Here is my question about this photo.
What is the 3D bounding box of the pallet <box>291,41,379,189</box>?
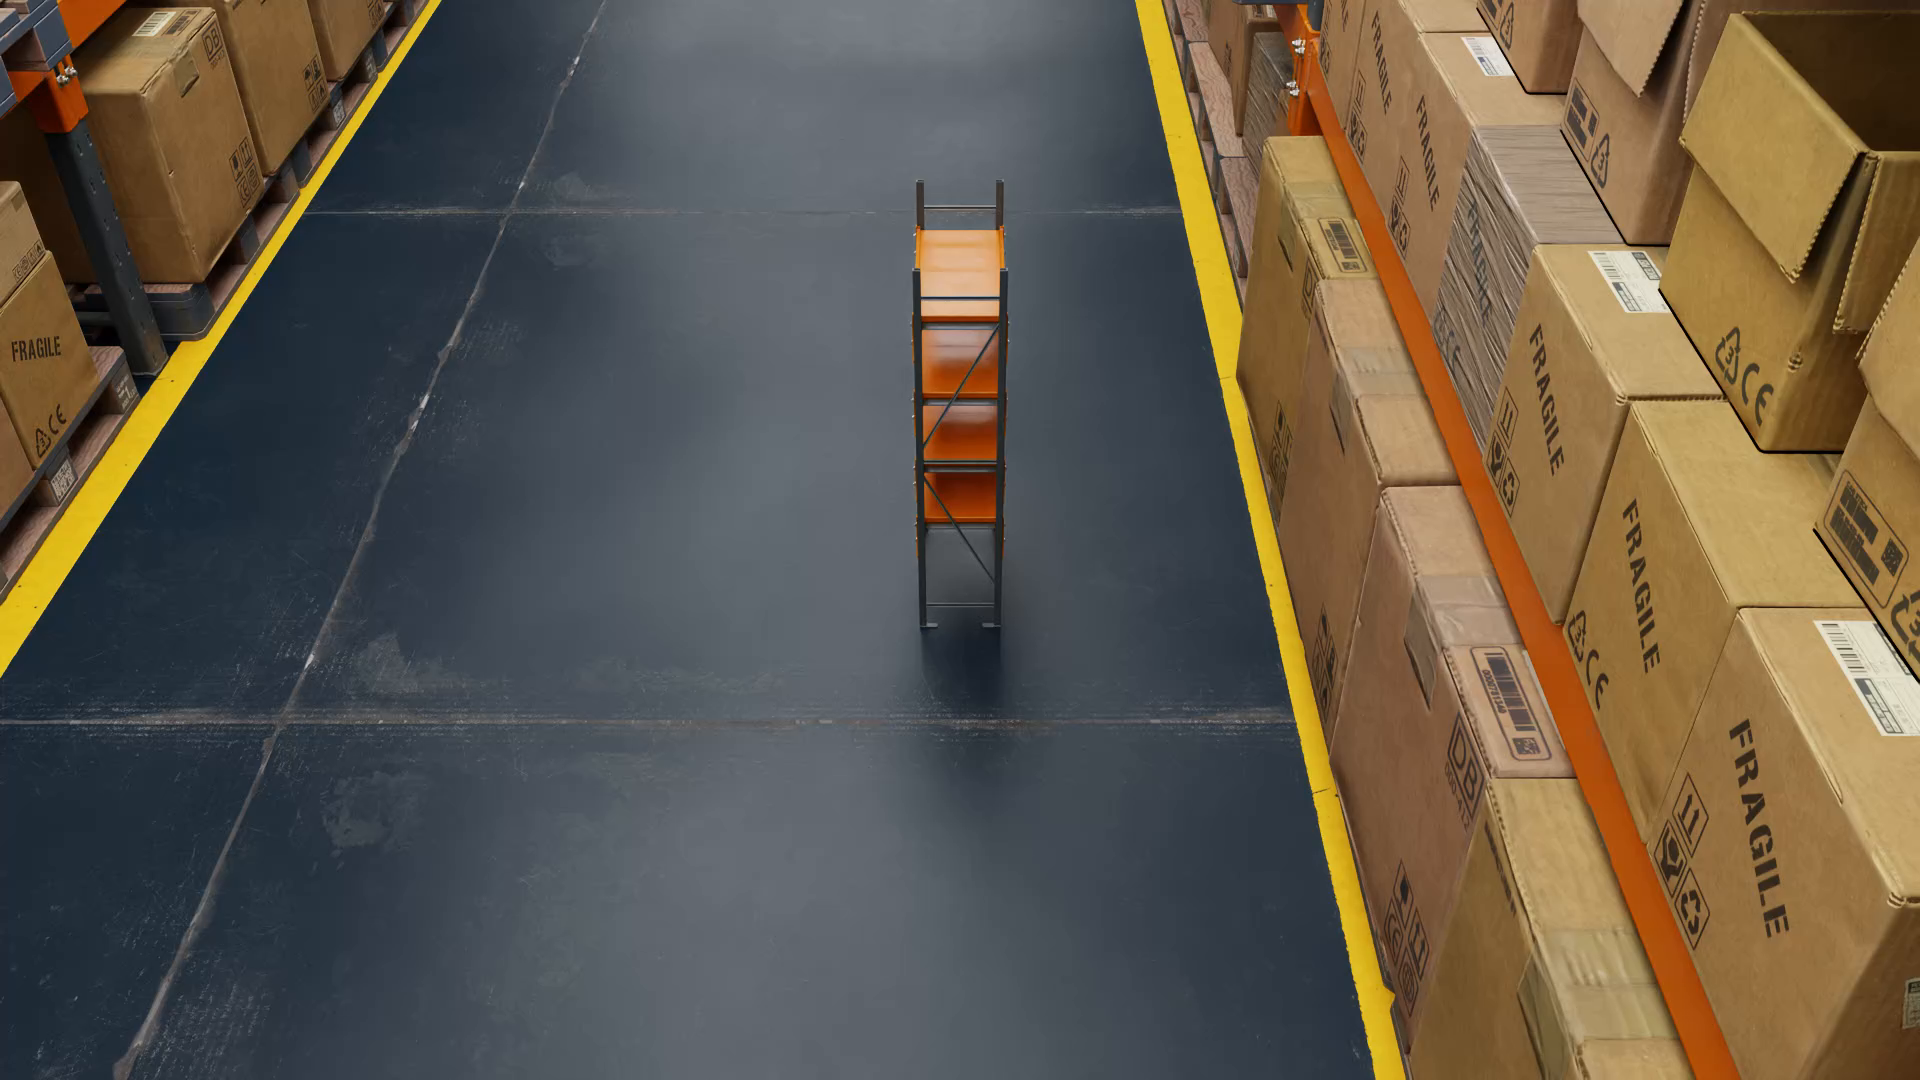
[{"bbox_3d":[-3.308,-1.956,7.522,1.003,0.211,1.213,0,39,0],"label":"pallet"}]

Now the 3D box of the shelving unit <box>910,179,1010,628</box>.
[{"bbox_3d":[0.000,-0.365,4.746,0.258,1.200,0.503,0,39,0],"label":"shelving unit"}]

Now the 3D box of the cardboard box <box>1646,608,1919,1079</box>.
[{"bbox_3d":[1.307,0.440,2.222,0.500,0.500,0.500,0,39,0],"label":"cardboard box"}]

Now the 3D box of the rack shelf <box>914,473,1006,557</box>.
[{"bbox_3d":[0.000,-0.157,4.912,0.258,0.148,0.480,0,39,0],"label":"rack shelf"}]

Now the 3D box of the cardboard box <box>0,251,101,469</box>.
[{"bbox_3d":[-3.122,-0.567,5.222,0.500,0.500,0.500,0,39,0],"label":"cardboard box"}]

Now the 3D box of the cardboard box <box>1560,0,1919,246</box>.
[{"bbox_3d":[1.566,-0.877,3.063,0.797,0.503,0.637,1,39,1],"label":"cardboard box"}]

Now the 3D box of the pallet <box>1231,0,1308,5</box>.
[{"bbox_3d":[1.468,-2.101,5.626,1.213,0.211,1.003,0,39,0],"label":"pallet"}]

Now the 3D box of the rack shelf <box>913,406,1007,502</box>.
[{"bbox_3d":[0.000,-0.312,4.788,0.258,0.148,0.480,0,39,0],"label":"rack shelf"}]

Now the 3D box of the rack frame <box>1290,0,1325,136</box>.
[{"bbox_3d":[1.576,-1.730,5.010,1.000,3.000,0.127,0,39,0],"label":"rack frame"}]

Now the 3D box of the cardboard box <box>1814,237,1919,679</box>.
[{"bbox_3d":[1.571,-0.059,2.042,0.797,0.503,0.637,-1,39,-1],"label":"cardboard box"}]

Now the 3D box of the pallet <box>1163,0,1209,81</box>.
[{"bbox_3d":[1.574,-2.657,8.396,1.003,0.211,1.213,0,39,0],"label":"pallet"}]

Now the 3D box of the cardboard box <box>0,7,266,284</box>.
[{"bbox_3d":[-3.295,-1.457,6.132,1.050,0.750,0.750,-1,39,-1],"label":"cardboard box"}]

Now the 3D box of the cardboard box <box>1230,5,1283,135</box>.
[{"bbox_3d":[1.534,-2.047,7.053,0.700,0.500,0.500,3,39,4],"label":"cardboard box"}]

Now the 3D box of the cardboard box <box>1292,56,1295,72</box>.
[{"bbox_3d":[1.534,-1.970,6.357,0.500,0.250,0.500,4,39,5],"label":"cardboard box"}]

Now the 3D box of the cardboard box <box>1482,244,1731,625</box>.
[{"bbox_3d":[1.306,-0.196,3.016,0.500,0.500,0.500,0,39,-1],"label":"cardboard box"}]

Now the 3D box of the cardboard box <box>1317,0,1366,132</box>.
[{"bbox_3d":[1.304,-1.465,4.600,0.500,0.500,0.500,1,39,1],"label":"cardboard box"}]

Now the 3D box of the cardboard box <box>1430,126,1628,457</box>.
[{"bbox_3d":[1.310,-0.510,3.407,0.500,0.500,0.500,0,39,0],"label":"cardboard box"}]

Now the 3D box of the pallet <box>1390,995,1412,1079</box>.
[{"bbox_3d":[1.504,1.377,3.363,1.003,0.211,1.213,0,39,0],"label":"pallet"}]

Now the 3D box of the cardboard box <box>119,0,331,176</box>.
[{"bbox_3d":[-3.299,-2.003,6.814,1.050,0.750,0.750,1,39,1],"label":"cardboard box"}]

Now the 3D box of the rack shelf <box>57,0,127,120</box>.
[{"bbox_3d":[-3.387,-2.760,6.870,1.077,0.370,4.000,0,39,0],"label":"rack shelf"}]

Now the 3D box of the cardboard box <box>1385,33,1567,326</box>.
[{"bbox_3d":[1.311,-0.822,3.797,0.500,0.500,0.500,-1,39,-1],"label":"cardboard box"}]

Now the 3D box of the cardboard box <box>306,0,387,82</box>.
[{"bbox_3d":[-3.301,-2.586,7.541,1.050,0.750,0.750,0,39,0],"label":"cardboard box"}]

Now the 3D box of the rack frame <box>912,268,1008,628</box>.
[{"bbox_3d":[0.000,-0.212,4.555,0.240,1.200,0.015,0,39,0],"label":"rack frame"}]

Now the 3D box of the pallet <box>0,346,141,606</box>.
[{"bbox_3d":[-3.385,-0.213,5.347,1.003,0.211,1.213,0,39,0],"label":"pallet"}]

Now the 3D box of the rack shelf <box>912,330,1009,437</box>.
[{"bbox_3d":[0.000,-0.487,4.648,0.258,0.148,0.480,0,39,0],"label":"rack shelf"}]

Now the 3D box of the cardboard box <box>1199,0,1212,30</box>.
[{"bbox_3d":[1.532,-2.746,7.924,0.700,0.500,0.500,0,39,0],"label":"cardboard box"}]

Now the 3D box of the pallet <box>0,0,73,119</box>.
[{"bbox_3d":[-3.277,-1.269,4.589,1.213,0.211,1.003,0,39,0],"label":"pallet"}]

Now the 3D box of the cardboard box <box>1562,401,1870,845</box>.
[{"bbox_3d":[1.313,0.130,2.609,0.500,0.500,0.500,1,39,1],"label":"cardboard box"}]

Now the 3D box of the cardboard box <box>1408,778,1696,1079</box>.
[{"bbox_3d":[1.560,1.036,2.922,1.225,0.875,0.875,0,39,0],"label":"cardboard box"}]

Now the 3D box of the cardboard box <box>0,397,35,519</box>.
[{"bbox_3d":[-3.125,-0.242,4.817,0.500,0.500,0.500,1,39,2],"label":"cardboard box"}]

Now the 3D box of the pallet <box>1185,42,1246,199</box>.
[{"bbox_3d":[1.578,-1.892,7.442,1.003,0.211,1.213,0,39,0],"label":"pallet"}]

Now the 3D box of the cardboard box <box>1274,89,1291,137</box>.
[{"bbox_3d":[1.555,-1.345,6.177,0.700,0.500,0.500,-2,39,-2],"label":"cardboard box"}]

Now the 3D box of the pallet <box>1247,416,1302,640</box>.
[{"bbox_3d":[1.501,-0.149,5.267,1.003,0.211,1.213,0,39,0],"label":"pallet"}]

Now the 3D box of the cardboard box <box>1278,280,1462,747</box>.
[{"bbox_3d":[1.549,-0.076,4.309,1.225,0.875,0.875,0,39,0],"label":"cardboard box"}]

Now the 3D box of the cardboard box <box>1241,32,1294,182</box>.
[{"bbox_3d":[1.542,-1.692,6.610,0.700,0.500,0.500,-3,39,-4],"label":"cardboard box"}]

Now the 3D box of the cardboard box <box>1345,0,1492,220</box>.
[{"bbox_3d":[1.307,-1.143,4.197,0.500,0.500,0.500,-1,39,-1],"label":"cardboard box"}]

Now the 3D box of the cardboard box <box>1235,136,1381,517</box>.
[{"bbox_3d":[1.556,-0.633,5.005,1.225,0.875,0.875,-2,39,-2],"label":"cardboard box"}]

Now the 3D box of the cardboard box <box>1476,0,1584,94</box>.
[{"bbox_3d":[1.558,-1.296,3.586,0.797,0.503,0.637,1,39,1],"label":"cardboard box"}]

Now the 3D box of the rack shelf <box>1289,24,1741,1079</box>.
[{"bbox_3d":[1.578,-0.199,3.675,1.077,0.370,4.000,0,39,0],"label":"rack shelf"}]

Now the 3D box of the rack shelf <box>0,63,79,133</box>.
[{"bbox_3d":[-3.382,-0.258,3.749,1.077,0.370,4.000,0,39,0],"label":"rack shelf"}]

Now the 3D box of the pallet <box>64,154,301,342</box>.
[{"bbox_3d":[-3.310,-1.195,6.572,1.003,0.211,1.213,0,39,0],"label":"pallet"}]

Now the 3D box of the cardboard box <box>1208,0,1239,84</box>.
[{"bbox_3d":[1.533,-2.396,7.488,0.700,0.500,0.500,-3,39,-4],"label":"cardboard box"}]

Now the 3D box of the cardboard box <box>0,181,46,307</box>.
[{"bbox_3d":[-3.121,-0.843,4.967,0.500,0.250,0.500,-1,39,-1],"label":"cardboard box"}]

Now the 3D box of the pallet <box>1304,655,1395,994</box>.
[{"bbox_3d":[1.500,0.612,4.317,1.003,0.211,1.213,0,39,0],"label":"pallet"}]

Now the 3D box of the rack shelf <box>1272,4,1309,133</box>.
[{"bbox_3d":[1.573,-2.700,6.796,1.077,0.370,4.000,0,39,0],"label":"rack shelf"}]

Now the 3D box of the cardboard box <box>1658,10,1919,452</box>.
[{"bbox_3d":[1.582,-0.488,2.578,0.797,0.503,0.637,0,39,0],"label":"cardboard box"}]

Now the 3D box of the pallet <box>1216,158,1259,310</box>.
[{"bbox_3d":[1.576,-1.131,6.492,1.003,0.211,1.213,0,39,0],"label":"pallet"}]

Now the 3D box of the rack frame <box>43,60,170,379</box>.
[{"bbox_3d":[-3.384,-1.790,5.085,1.000,3.000,0.127,0,39,0],"label":"rack frame"}]

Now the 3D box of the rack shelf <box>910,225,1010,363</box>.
[{"bbox_3d":[0.000,-0.671,4.500,0.258,0.148,0.480,0,39,0],"label":"rack shelf"}]

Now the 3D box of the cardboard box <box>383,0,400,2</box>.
[{"bbox_3d":[-3.298,-3.189,8.294,1.050,0.750,0.750,0,39,0],"label":"cardboard box"}]

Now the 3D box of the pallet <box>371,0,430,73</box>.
[{"bbox_3d":[-3.313,-2.721,8.476,1.003,0.211,1.213,0,39,0],"label":"pallet"}]

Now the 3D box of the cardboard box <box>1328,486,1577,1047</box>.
[{"bbox_3d":[1.558,0.477,3.619,1.225,0.875,0.875,-1,39,-2],"label":"cardboard box"}]

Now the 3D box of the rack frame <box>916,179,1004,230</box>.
[{"bbox_3d":[0.000,-0.517,4.936,0.240,1.200,0.015,0,39,0],"label":"rack frame"}]
